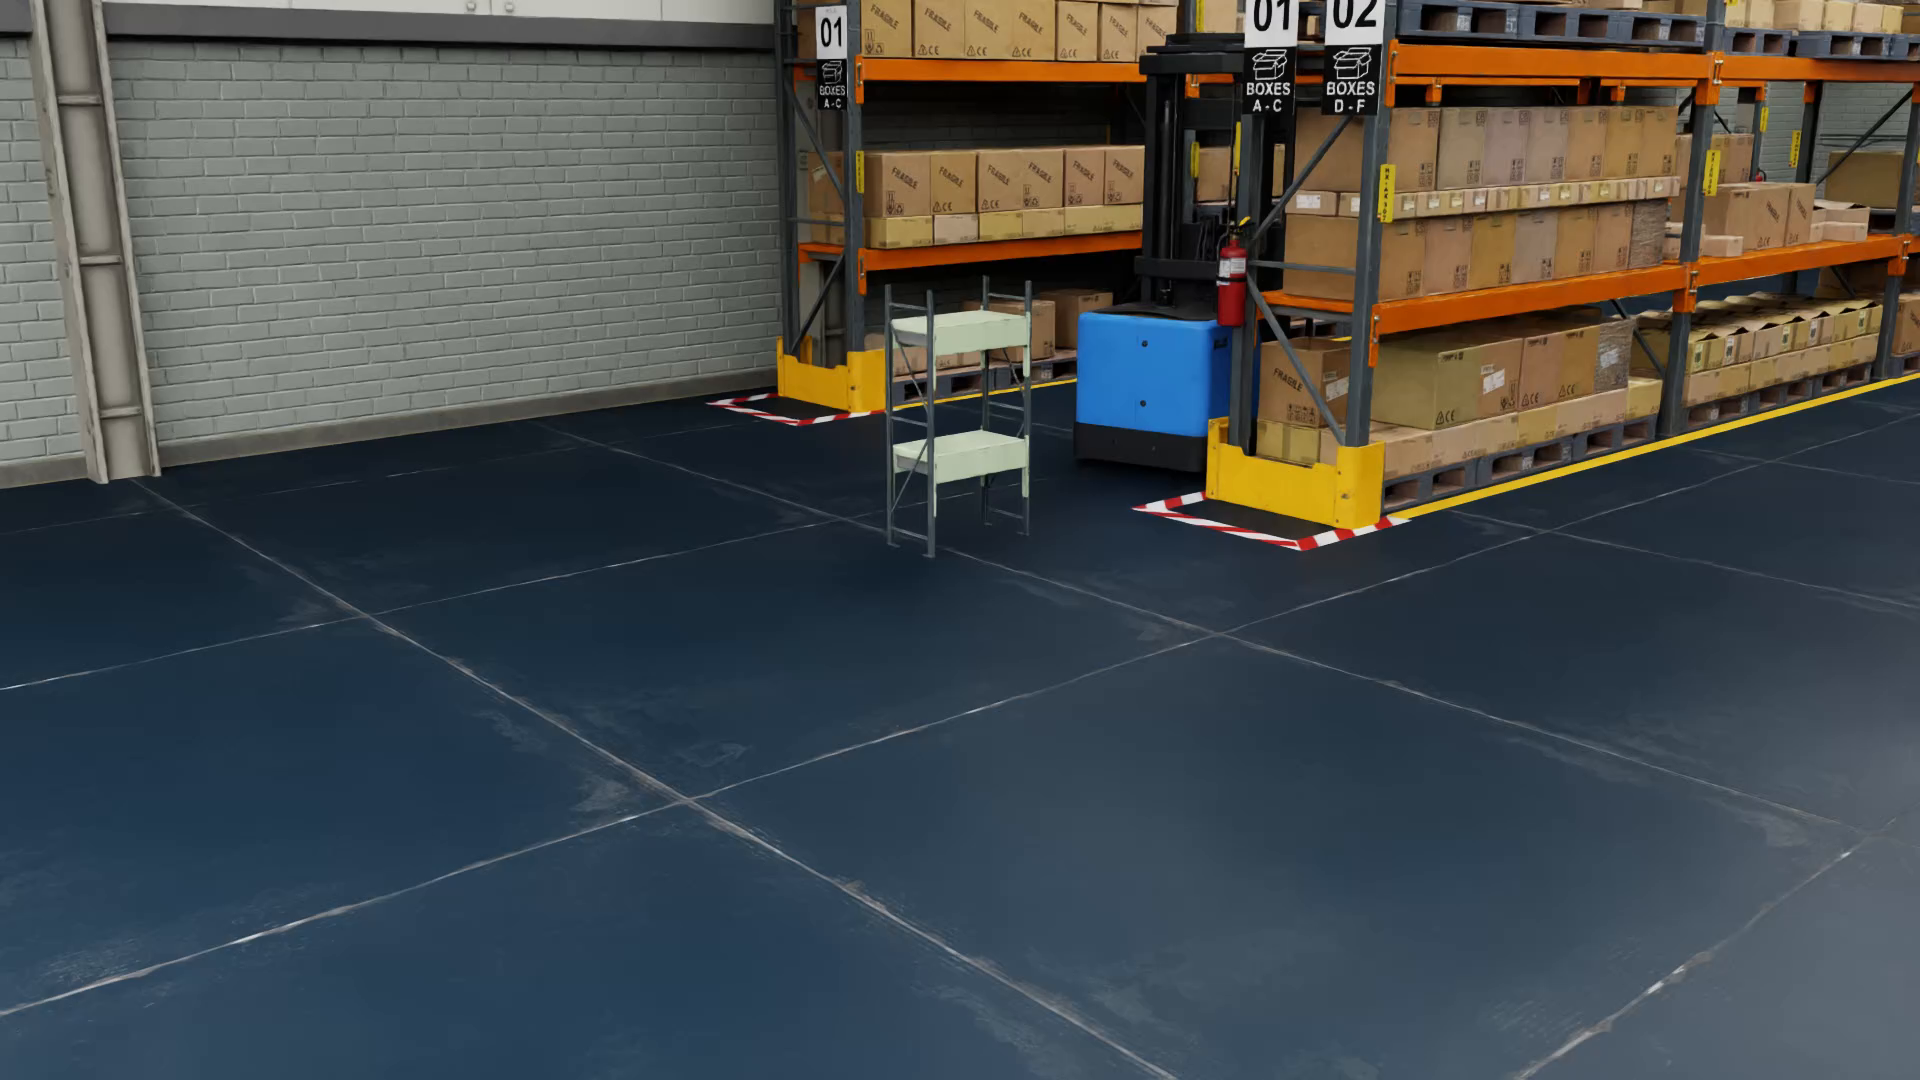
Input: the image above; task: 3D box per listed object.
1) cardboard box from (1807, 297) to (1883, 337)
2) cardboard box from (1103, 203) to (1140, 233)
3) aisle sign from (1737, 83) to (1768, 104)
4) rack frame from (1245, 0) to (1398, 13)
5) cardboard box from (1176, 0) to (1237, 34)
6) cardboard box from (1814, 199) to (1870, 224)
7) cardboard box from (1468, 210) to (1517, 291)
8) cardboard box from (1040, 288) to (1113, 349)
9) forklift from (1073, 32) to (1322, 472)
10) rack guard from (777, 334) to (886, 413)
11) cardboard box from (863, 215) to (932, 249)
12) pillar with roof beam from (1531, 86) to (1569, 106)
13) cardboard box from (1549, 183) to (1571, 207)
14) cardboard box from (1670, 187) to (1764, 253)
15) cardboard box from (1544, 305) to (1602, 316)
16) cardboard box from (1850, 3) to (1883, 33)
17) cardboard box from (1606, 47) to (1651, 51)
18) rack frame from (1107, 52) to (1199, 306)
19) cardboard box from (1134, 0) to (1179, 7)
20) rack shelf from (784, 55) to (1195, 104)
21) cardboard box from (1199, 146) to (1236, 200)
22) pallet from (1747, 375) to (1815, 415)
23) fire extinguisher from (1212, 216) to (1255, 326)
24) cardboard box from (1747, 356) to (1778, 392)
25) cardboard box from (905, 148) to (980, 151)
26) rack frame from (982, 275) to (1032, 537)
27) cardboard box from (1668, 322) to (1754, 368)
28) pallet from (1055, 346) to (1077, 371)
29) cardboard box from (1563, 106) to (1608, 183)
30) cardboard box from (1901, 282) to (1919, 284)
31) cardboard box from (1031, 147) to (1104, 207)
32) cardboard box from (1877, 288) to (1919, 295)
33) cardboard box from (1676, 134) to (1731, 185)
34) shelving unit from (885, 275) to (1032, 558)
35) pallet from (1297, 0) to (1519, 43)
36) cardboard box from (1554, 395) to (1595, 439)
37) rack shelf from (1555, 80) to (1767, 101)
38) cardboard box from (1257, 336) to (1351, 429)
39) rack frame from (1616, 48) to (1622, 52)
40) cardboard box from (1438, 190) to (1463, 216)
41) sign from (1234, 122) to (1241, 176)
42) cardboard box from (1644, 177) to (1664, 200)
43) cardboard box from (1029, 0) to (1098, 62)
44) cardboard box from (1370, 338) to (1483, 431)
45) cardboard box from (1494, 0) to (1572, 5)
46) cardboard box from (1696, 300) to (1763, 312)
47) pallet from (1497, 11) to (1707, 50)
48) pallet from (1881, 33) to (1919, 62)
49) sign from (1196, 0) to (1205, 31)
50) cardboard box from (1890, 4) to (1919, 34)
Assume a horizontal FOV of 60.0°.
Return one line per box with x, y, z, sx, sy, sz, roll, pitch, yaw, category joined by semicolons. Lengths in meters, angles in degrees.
7.902;-2.016;14.913;0.500;0.311;0.500;-12;19;-38;cardboard box
1.324;-3.009;15.453;0.500;0.250;0.500;-13;19;-39;cardboard box
11.167;-6.536;23.369;0.004;0.787;0.394;-13;19;-39;aisle sign
2.100;-4.550;9.348;0.127;3.000;1.000;-13;19;-39;rack frame
2.328;-5.071;16.101;0.500;0.500;0.500;-9;18;-32;cardboard box
7.832;-2.911;15.009;0.500;0.311;0.500;-11;19;-36;cardboard box
3.232;-1.950;11.043;0.500;0.500;0.700;-12;19;-39;cardboard box
1.107;-2.115;15.846;0.500;0.500;0.500;14;21;43;cardboard box
2.042;-2.191;12.272;1.130;2.935;3.031;10;18;33;forklift
-1.097;-1.421;14.101;0.348;0.500;1.175;-13;19;-39;rack guard
-0.578;-2.574;13.825;0.500;0.250;0.500;-13;20;-41;cardboard box
10.685;-6.996;18.503;0.400;9.000;9.100;-13;19;-39;pillar with roof beam
3.896;-2.343;11.259;0.250;0.149;0.380;-12;19;-38;cardboard box
6.105;-2.594;13.456;0.500;0.500;0.500;-11;18;-35;cardboard box
4.563;-1.549;12.797;0.500;0.500;0.500;-13;19;-39;cardboard box
7.447;-4.407;14.100;0.500;0.250;0.500;-12;19;-38;cardboard box
8.593;-6.342;21.152;0.500;0.250;0.500;-13;20;-40;cardboard box
1.863;-3.293;16.267;0.127;3.000;1.000;-13;19;-39;rack frame
1.663;-5.146;15.220;0.500;0.500;0.500;14;20;42;cardboard box
0.355;-4.056;14.705;4.000;0.370;1.077;-13;19;-39;rack shelf
2.696;-3.727;16.845;0.500;0.500;0.700;-10;18;-34;cardboard box
6.569;-1.323;14.293;1.213;0.211;1.003;-13;19;-39;pallet
1.706;-1.685;10.396;0.183;0.674;0.296;-13;19;-39;fire extinguisher
6.360;-1.399;13.689;0.500;0.250;0.500;-13;20;-41;cardboard box
-0.165;-3.208;14.747;0.500;0.500;0.500;-13;20;-41;cardboard box
0.271;-0.785;9.784;0.023;1.500;0.400;-13;19;-39;rack frame
5.974;-1.580;13.282;0.500;0.311;0.500;-13;20;-40;cardboard box
1.380;-1.826;16.175;1.213;0.211;1.003;-13;19;-39;pallet
4.029;-2.758;11.554;0.500;0.500;0.700;-13;20;-39;cardboard box
9.469;-2.394;16.891;0.500;0.500;0.500;-14;20;-41;cardboard box
0.950;-3.284;15.030;0.500;0.500;0.500;-13;20;-41;cardboard box
9.058;-2.123;15.878;0.500;0.500;0.500;-14;20;-41;cardboard box
9.996;-5.257;23.039;0.700;0.700;0.980;-13;20;-40;cardboard box
-0.005;-0.723;9.552;0.755;1.500;0.431;-13;19;-39;shelving unit
2.651;-3.173;10.176;1.213;0.211;1.003;-13;19;-39;pallet
4.160;-0.913;11.869;0.500;0.250;0.500;-13;19;-39;cardboard box
9.407;-6.089;22.315;4.000;0.370;1.077;-13;19;-39;rack shelf
2.310;-1.038;10.883;0.500;0.500;0.500;-13;19;-39;cardboard box
7.898;-7.547;20.567;0.127;3.000;1.000;-13;19;-39;rack frame
2.924;-2.126;10.444;0.250;0.149;0.380;-13;19;-39;cardboard box
1.755;-2.434;10.347;0.005;0.325;0.100;-13;19;-39;sign
4.866;-2.562;12.079;0.250;0.149;0.380;-13;20;-41;cardboard box
0.862;-4.482;14.674;0.500;0.500;0.500;-14;20;-41;cardboard box
3.027;-1.021;10.823;0.500;0.500;0.500;-13;19;-39;cardboard box
3.533;-3.648;10.504;0.500;0.500;0.500;-13;19;-39;cardboard box
6.771;-1.945;14.645;0.500;0.311;0.500;-13;20;-41;cardboard box
4.491;-3.587;11.724;1.213;0.211;1.003;-13;19;-39;pallet
7.682;-4.233;14.338;1.003;0.211;1.213;-12;19;-37;pallet
2.225;-4.888;15.423;0.005;0.325;0.100;-13;19;-39;sign
8.442;-4.585;15.097;0.500;0.500;0.910;-13;19;-39;cardboard box
